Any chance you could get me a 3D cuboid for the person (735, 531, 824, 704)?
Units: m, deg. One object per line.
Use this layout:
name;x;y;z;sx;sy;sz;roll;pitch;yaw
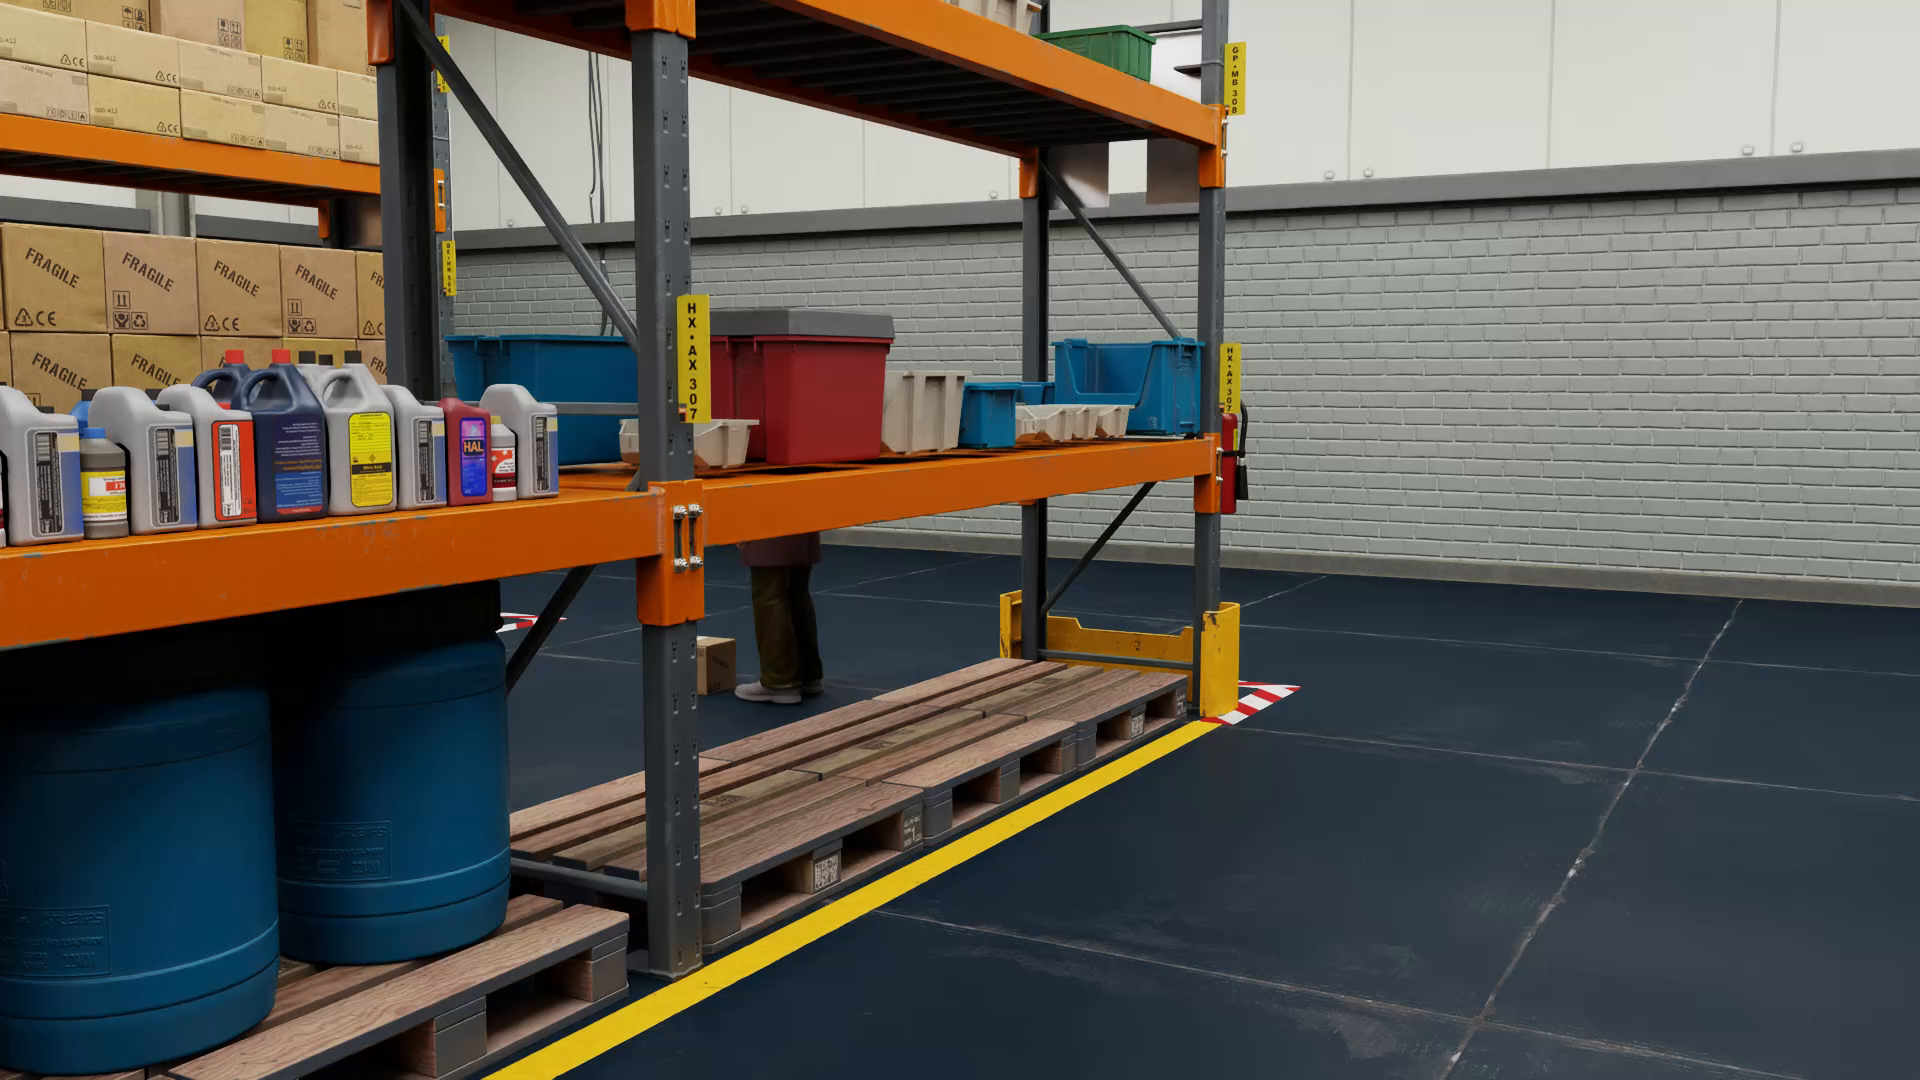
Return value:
person;-0.907;-0.099;8.183;0.410;1.788;0.565;3;7;29
